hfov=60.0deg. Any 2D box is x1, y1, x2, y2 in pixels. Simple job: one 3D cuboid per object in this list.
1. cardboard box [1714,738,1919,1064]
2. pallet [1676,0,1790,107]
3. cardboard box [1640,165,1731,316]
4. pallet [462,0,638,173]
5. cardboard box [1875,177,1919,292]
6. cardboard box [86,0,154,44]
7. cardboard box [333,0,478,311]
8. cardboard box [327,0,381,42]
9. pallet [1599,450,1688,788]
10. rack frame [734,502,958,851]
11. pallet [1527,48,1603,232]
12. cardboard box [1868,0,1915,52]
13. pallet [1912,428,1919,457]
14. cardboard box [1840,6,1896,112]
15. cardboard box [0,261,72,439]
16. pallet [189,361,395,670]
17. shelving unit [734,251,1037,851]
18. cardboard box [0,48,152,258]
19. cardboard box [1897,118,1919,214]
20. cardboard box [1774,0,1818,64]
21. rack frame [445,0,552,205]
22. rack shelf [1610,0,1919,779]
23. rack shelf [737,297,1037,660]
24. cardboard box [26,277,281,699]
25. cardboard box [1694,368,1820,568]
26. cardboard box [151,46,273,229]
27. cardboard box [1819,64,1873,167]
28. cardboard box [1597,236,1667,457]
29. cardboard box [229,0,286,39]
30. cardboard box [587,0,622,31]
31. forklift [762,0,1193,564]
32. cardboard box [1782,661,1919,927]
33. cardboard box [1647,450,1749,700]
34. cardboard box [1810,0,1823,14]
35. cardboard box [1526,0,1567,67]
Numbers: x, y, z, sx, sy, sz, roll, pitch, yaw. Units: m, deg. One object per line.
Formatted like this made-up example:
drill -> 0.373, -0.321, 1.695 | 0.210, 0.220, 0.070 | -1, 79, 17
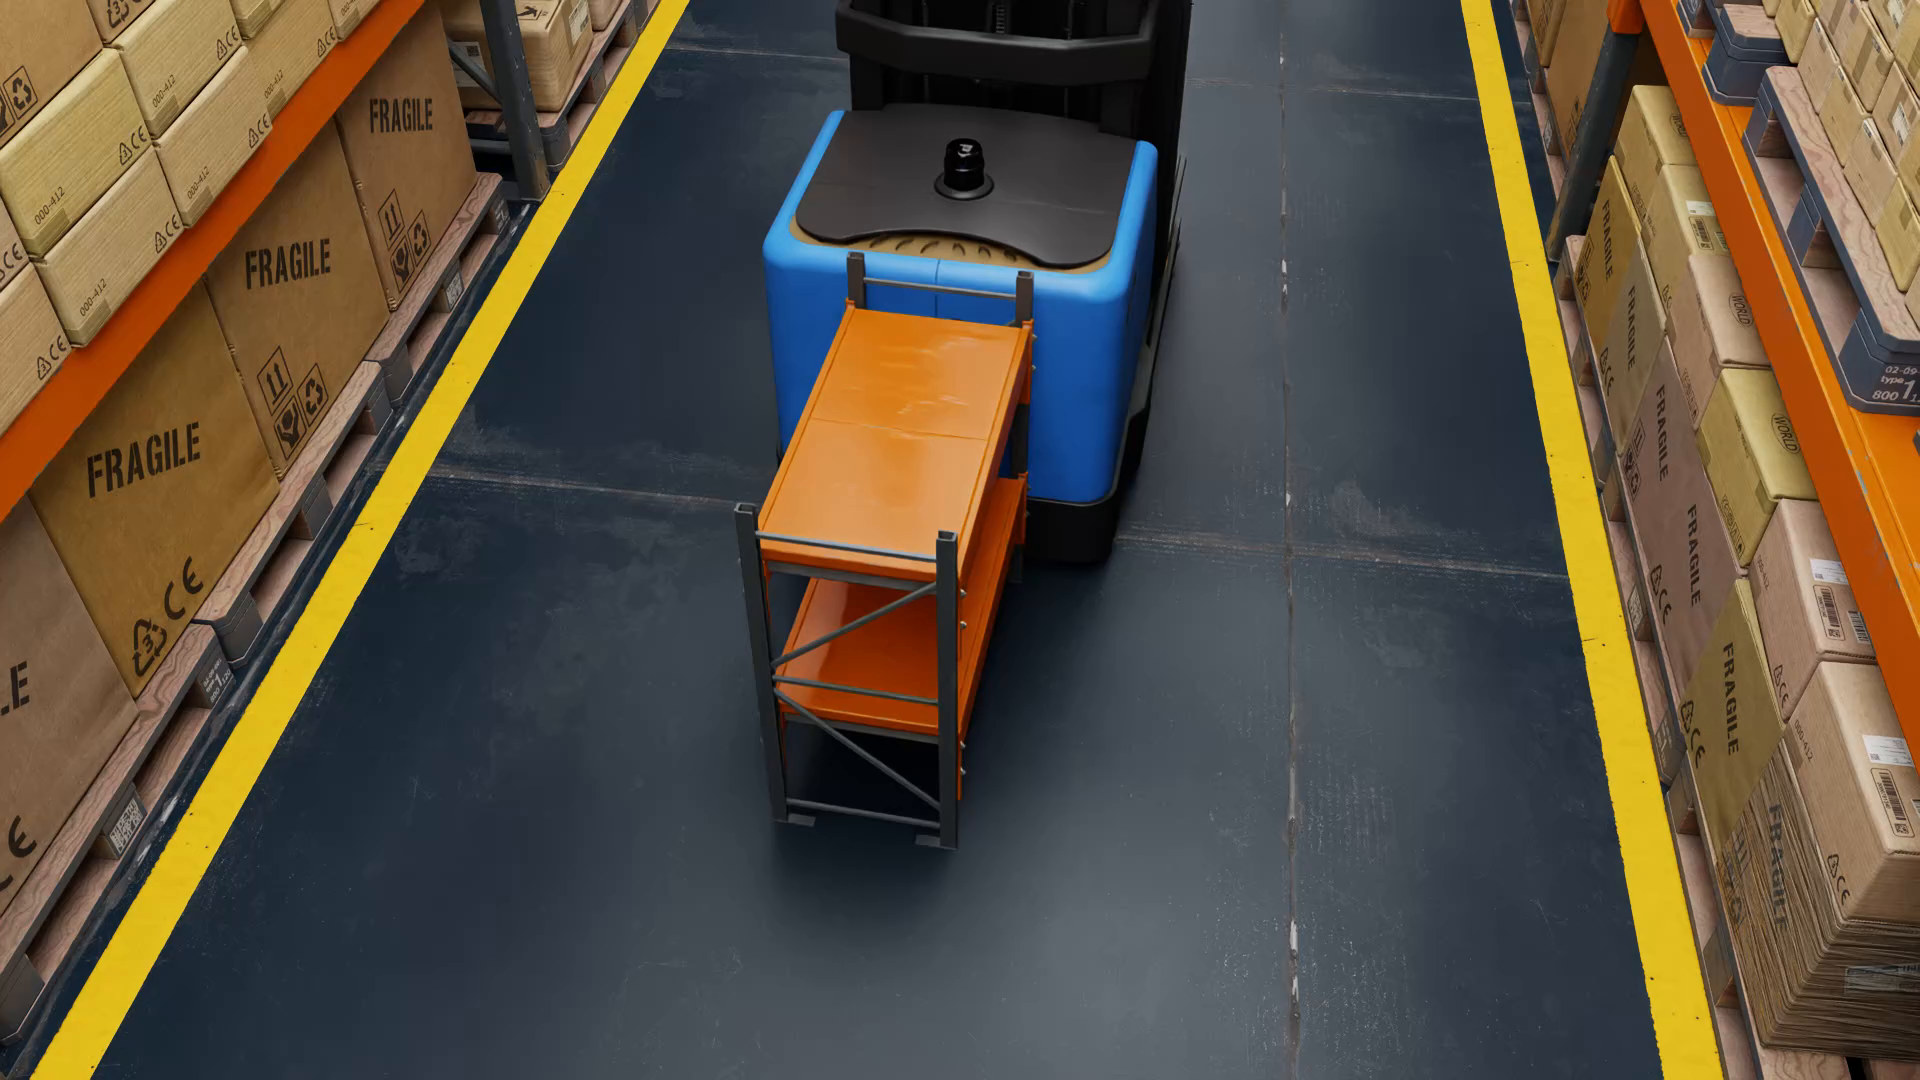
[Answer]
cardboard box -> 2.075, 0.812, 3.724 | 0.500, 0.500, 0.500 | 4, 44, 5
pallet -> 2.767, -1.577, 4.874 | 1.213, 0.211, 1.003 | 5, 44, 6
cardboard box -> 2.357, -0.866, 4.950 | 0.500, 0.250, 0.500 | 5, 44, 5
pallet -> -2.060, -2.043, 7.254 | 1.003, 0.211, 1.213 | 5, 44, 6
cardboard box -> 2.252, -0.654, 3.637 | 0.380, 0.149, 0.250 | 7, 44, 7
cardboard box -> -2.180, -1.514, 3.867 | 0.500, 0.500, 0.500 | 5, 44, 5
cardboard box -> -2.338, -1.441, 5.830 | 0.875, 0.875, 0.875 | 5, 44, 5
cardboard box -> -2.026, -1.751, 5.027 | 0.500, 0.250, 0.500 | 6, 44, 6
pallet -> 2.487, 0.232, 4.852 | 1.003, 0.211, 1.213 | 5, 44, 6
rack frame -> -0.253, 0.368, 4.043 | 0.500, 1.125, 0.032 | 8, 44, 8
pallet -> 2.934, -1.660, 6.850 | 1.003, 0.211, 1.213 | 5, 44, 6
cardboard box -> 2.330, -1.226, 3.808 | 0.380, 0.149, 0.250 | 6, 44, 7
pallet -> 2.472, 0.146, 3.054 | 1.003, 0.211, 1.213 | 5, 44, 6
cardboard box -> 2.324, -1.123, 3.915 | 0.380, 0.149, 0.250 | 5, 44, 5
cardboard box -> -2.307, -0.371, 3.570 | 0.500, 0.250, 0.500 | 4, 44, 4
pallet -> -2.507, -0.151, 5.256 | 1.003, 0.211, 1.213 | 5, 44, 6
shelving unit -> -0.153, 0.025, 4.405 | 0.538, 1.125, 1.048 | 8, 44, 8
cardboard box -> -2.222, -0.898, 3.762 | 0.500, 0.250, 0.500 | 6, 44, 6
cardboard box -> 2.254, -0.773, 3.546 | 0.380, 0.149, 0.250 | 5, 44, 6
cardboard box -> 2.391, -1.366, 4.388 | 0.380, 0.149, 0.250 | 7, 44, 7
rack frame -> -2.165, -2.523, 5.733 | 1.000, 3.000, 0.127 | 5, 44, 6
rack shelf -> 2.491, -0.518, 4.139 | 1.077, 0.370, 4.000 | 5, 44, 6
rack shelf -> -0.153, -0.187, 4.204 | 0.538, 0.278, 1.000 | 8, 44, 8
cardboard box -> -2.579, -0.224, 4.545 | 0.875, 0.875, 0.875 | 6, 44, 7
cardboard box -> 2.211, -0.174, 4.220 | 0.500, 0.250, 0.500 | 3, 44, 4
cardboard box -> -2.148, -1.059, 4.296 | 0.500, 0.250, 0.500 | 5, 44, 5
cardboard box -> 2.323, -1.013, 4.016 | 0.380, 0.149, 0.250 | 6, 44, 6
cardboard box -> 2.346, -0.585, 5.199 | 0.500, 0.500, 0.500 | 6, 44, 6
cardboard box -> -2.088, -1.597, 4.500 | 0.500, 0.250, 0.500 | 4, 44, 4
cardboard box -> -1.990, -2.609, 7.430 | 0.950, 0.372, 0.625 | 4, 44, 5
forklift -> 0.230, -2.018, 5.249 | 1.130, 2.935, 3.031 | 8, 44, 8
cardboard box -> 2.074, 0.536, 3.469 | 0.500, 0.250, 0.500 | 4, 44, 4
cardboard box -> 2.215, 0.113, 4.462 | 0.500, 0.500, 0.500 | 4, 44, 5
cardboard box -> 2.394, -1.461, 4.272 | 0.380, 0.149, 0.250 | 5, 44, 6
cardboard box -> 3.037, -2.481, 7.019 | 1.050, 0.750, 0.750 | 6, 44, 6
